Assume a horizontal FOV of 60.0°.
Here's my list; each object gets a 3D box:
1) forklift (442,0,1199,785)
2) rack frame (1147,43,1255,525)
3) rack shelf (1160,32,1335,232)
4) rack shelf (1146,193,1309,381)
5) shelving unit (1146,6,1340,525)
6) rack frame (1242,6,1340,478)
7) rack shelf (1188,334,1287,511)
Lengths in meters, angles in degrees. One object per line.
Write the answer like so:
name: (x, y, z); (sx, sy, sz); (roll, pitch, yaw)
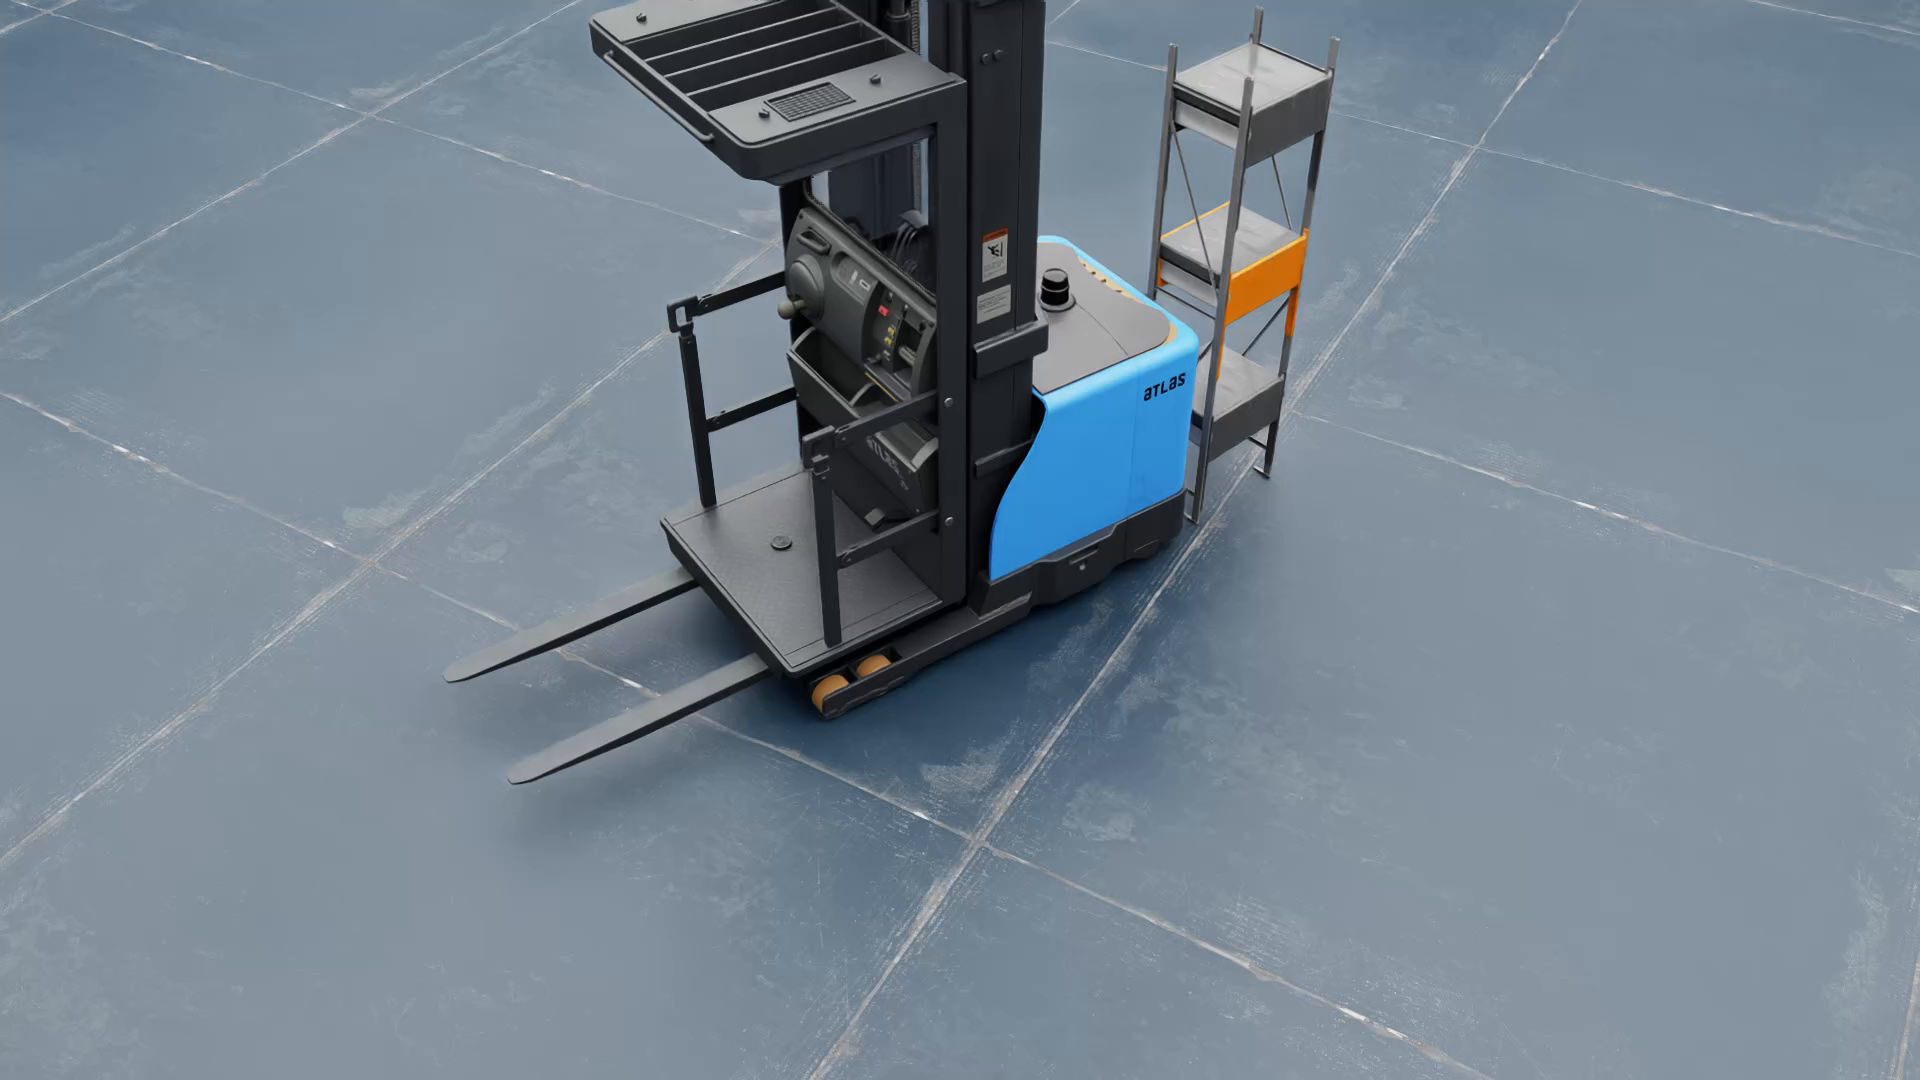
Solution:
forklift: (-0.541, -0.811, 5.953); (3.031, 2.935, 1.130); (-25, 47, -25)
rack frame: (0.914, -0.955, 6.746); (0.015, 2.100, 0.400); (-31, 50, -30)
rack shelf: (1.095, -1.578, 6.415); (0.480, 0.518, 0.431); (-31, 50, -30)
rack shelf: (1.095, -1.053, 6.877); (0.480, 0.518, 0.431); (-31, 50, -30)
shelving unit: (1.095, -1.063, 6.868); (0.503, 2.100, 0.431); (-31, 50, -30)
rack frame: (1.276, -1.171, 6.991); (0.015, 2.100, 0.400); (-31, 50, -30)
rack shelf: (1.095, -0.527, 7.340); (0.480, 0.518, 0.431); (-31, 50, -30)
